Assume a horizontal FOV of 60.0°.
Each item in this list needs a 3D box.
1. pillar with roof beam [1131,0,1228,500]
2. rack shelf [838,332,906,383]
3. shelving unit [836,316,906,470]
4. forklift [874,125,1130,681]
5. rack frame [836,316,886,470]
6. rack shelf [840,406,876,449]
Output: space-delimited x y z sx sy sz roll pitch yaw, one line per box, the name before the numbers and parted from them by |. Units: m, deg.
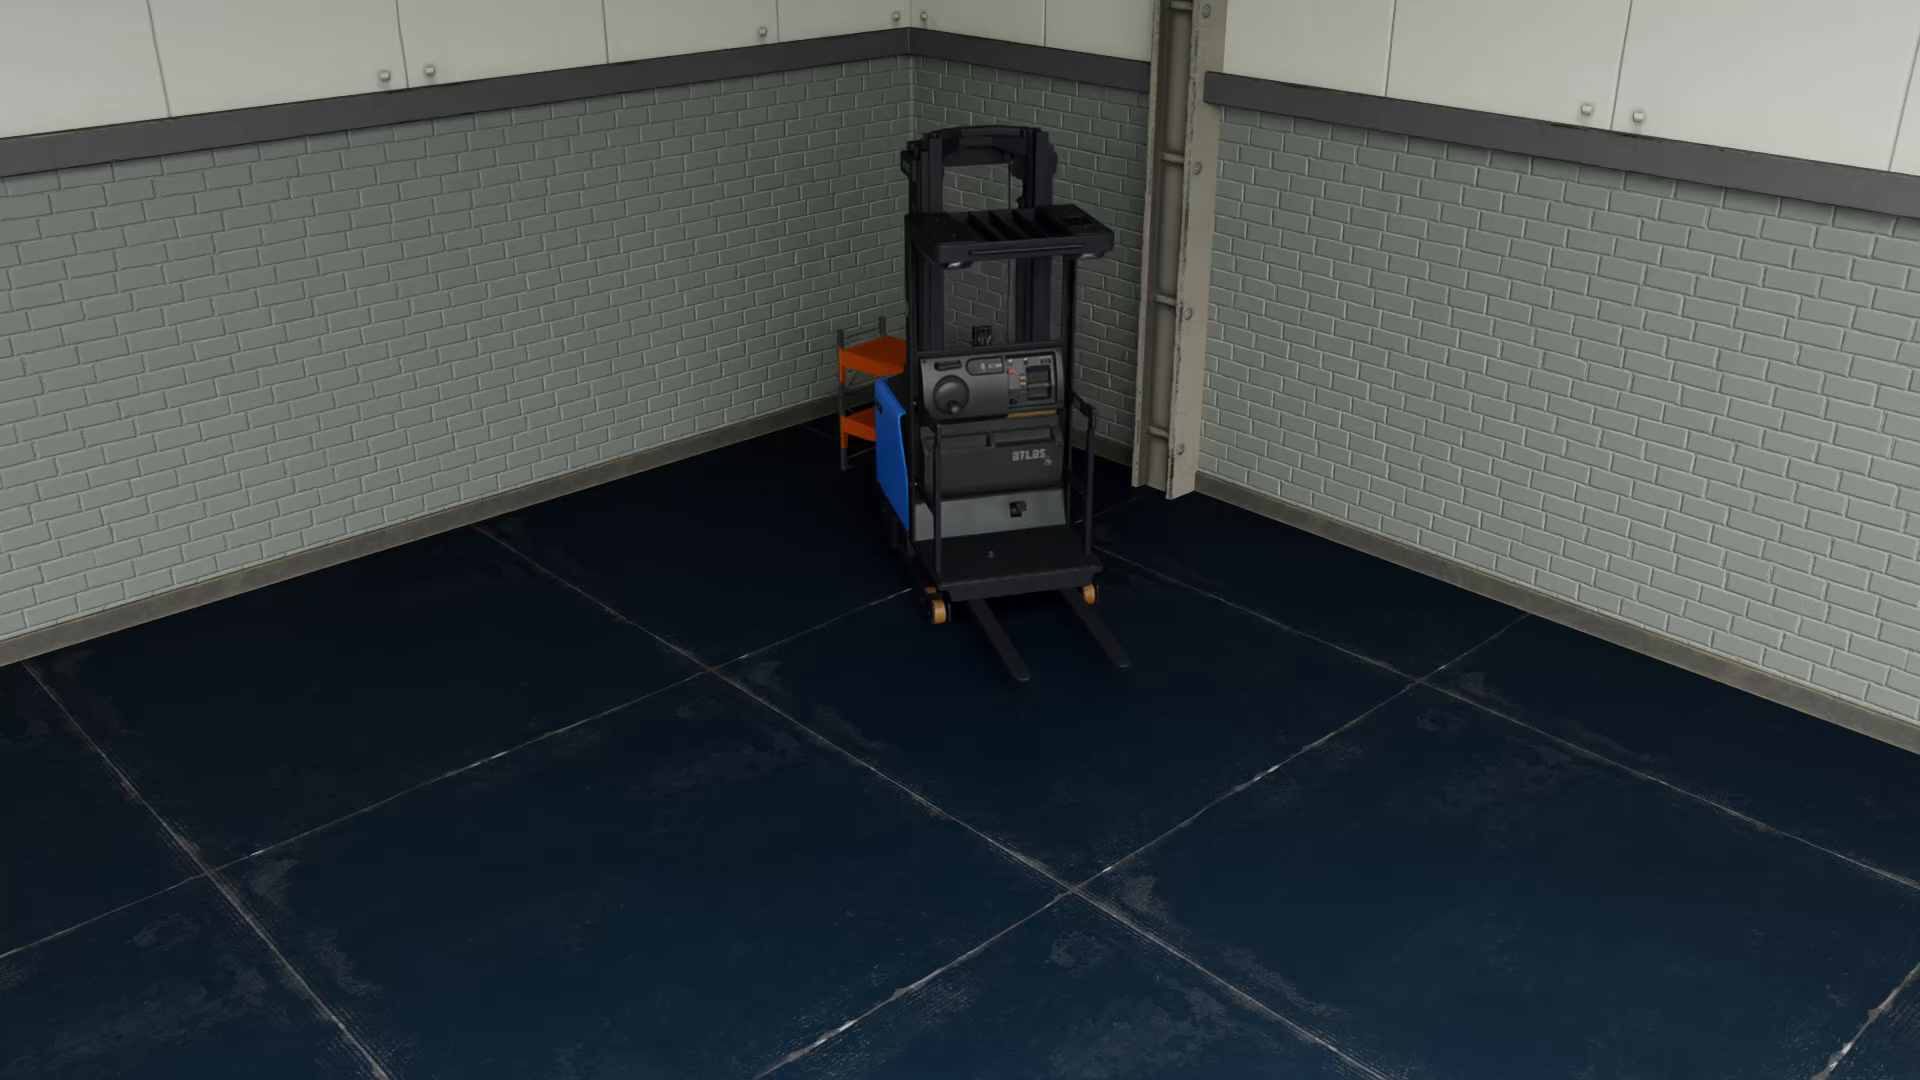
pillar with roof beam | -1.595 -3.275 8.087 9.100 9.000 0.400 -21 32 -38
rack shelf | -0.373 -1.265 12.462 1.000 0.278 0.538 20 32 37
shelving unit | -0.373 -0.998 12.583 1.048 1.125 0.538 20 32 37
forklift | 0.265 -0.974 10.354 1.130 2.935 3.031 -6 25 -14
rack frame | -0.751 -1.139 12.892 0.032 1.125 0.500 20 32 37
rack shelf | -0.373 -0.776 12.685 1.000 0.278 0.538 20 32 37
